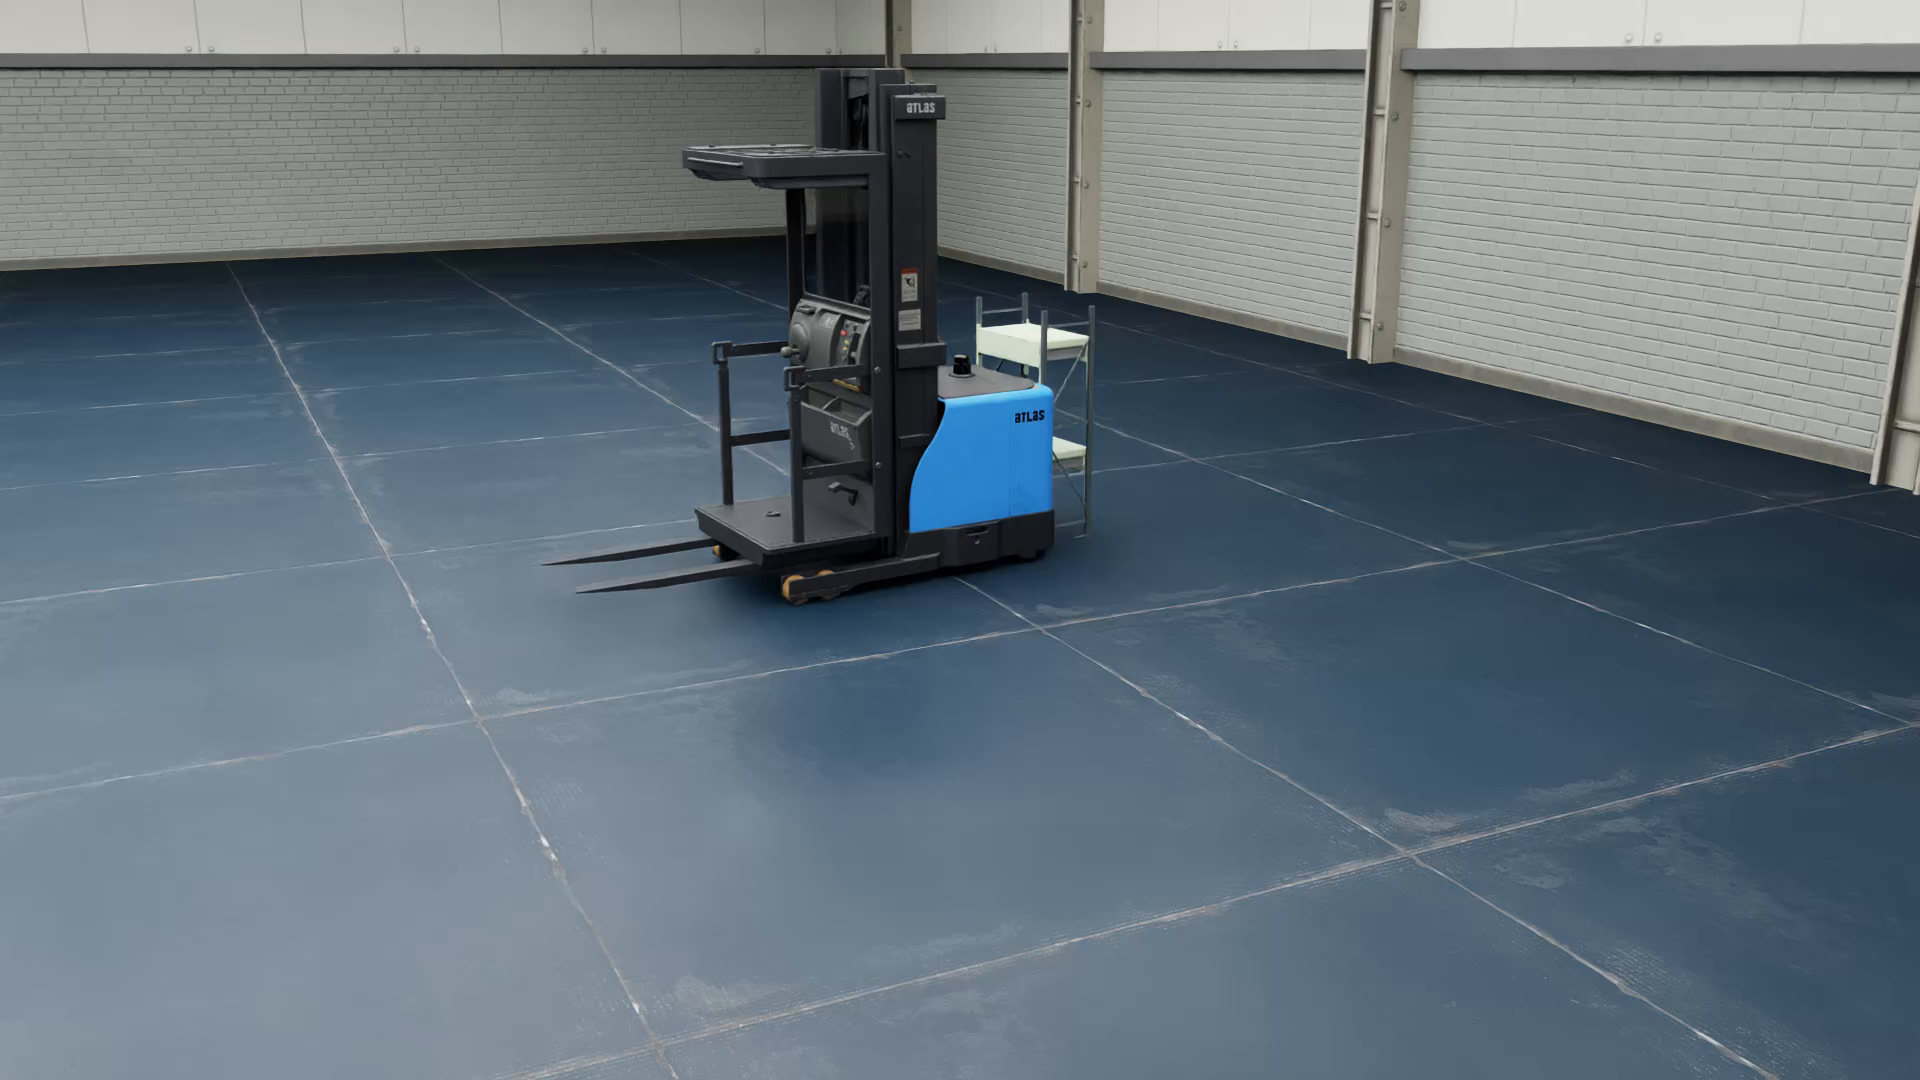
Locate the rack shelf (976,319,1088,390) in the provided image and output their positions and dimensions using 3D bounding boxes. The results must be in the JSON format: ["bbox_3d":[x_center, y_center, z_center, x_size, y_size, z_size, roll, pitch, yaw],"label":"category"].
[{"bbox_3d":[0.476,-1.180,10.729,0.431,0.370,0.720,-10,19,-31],"label":"rack shelf"}]

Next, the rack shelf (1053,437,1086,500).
[{"bbox_3d":[0.476,-0.492,10.927,0.431,0.370,0.720,-10,19,-31],"label":"rack shelf"}]

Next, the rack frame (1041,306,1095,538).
[{"bbox_3d":[0.675,-0.720,10.541,0.400,1.500,0.023,-10,19,-31],"label":"rack frame"}]

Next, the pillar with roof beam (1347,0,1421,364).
[{"bbox_3d":[0.396,-5.679,14.225,9.100,9.000,0.400,-8,18,-25],"label":"pillar with roof beam"}]

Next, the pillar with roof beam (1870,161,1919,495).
[{"bbox_3d":[3.024,-4.191,9.041,9.100,9.000,0.400,-8,18,-25],"label":"pillar with roof beam"}]

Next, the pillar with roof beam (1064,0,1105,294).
[{"bbox_3d":[-2.233,-7.166,19.409,9.100,9.000,0.400,-8,18,-25],"label":"pillar with roof beam"}]

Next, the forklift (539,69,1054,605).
[{"bbox_3d":[-0.942,-1.207,9.642,3.031,2.935,1.130,-9,19,-30],"label":"forklift"}]

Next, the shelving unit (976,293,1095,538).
[{"bbox_3d":[0.476,-0.805,10.837,0.431,1.500,0.755,-10,19,-31],"label":"shelving unit"}]

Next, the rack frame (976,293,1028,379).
[{"bbox_3d":[0.278,-0.890,11.133,0.400,1.500,0.023,-10,19,-31],"label":"rack frame"}]

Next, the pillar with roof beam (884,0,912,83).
[{"bbox_3d":[-4.861,-8.654,24.594,9.100,9.000,0.400,-8,18,-25],"label":"pillar with roof beam"}]
